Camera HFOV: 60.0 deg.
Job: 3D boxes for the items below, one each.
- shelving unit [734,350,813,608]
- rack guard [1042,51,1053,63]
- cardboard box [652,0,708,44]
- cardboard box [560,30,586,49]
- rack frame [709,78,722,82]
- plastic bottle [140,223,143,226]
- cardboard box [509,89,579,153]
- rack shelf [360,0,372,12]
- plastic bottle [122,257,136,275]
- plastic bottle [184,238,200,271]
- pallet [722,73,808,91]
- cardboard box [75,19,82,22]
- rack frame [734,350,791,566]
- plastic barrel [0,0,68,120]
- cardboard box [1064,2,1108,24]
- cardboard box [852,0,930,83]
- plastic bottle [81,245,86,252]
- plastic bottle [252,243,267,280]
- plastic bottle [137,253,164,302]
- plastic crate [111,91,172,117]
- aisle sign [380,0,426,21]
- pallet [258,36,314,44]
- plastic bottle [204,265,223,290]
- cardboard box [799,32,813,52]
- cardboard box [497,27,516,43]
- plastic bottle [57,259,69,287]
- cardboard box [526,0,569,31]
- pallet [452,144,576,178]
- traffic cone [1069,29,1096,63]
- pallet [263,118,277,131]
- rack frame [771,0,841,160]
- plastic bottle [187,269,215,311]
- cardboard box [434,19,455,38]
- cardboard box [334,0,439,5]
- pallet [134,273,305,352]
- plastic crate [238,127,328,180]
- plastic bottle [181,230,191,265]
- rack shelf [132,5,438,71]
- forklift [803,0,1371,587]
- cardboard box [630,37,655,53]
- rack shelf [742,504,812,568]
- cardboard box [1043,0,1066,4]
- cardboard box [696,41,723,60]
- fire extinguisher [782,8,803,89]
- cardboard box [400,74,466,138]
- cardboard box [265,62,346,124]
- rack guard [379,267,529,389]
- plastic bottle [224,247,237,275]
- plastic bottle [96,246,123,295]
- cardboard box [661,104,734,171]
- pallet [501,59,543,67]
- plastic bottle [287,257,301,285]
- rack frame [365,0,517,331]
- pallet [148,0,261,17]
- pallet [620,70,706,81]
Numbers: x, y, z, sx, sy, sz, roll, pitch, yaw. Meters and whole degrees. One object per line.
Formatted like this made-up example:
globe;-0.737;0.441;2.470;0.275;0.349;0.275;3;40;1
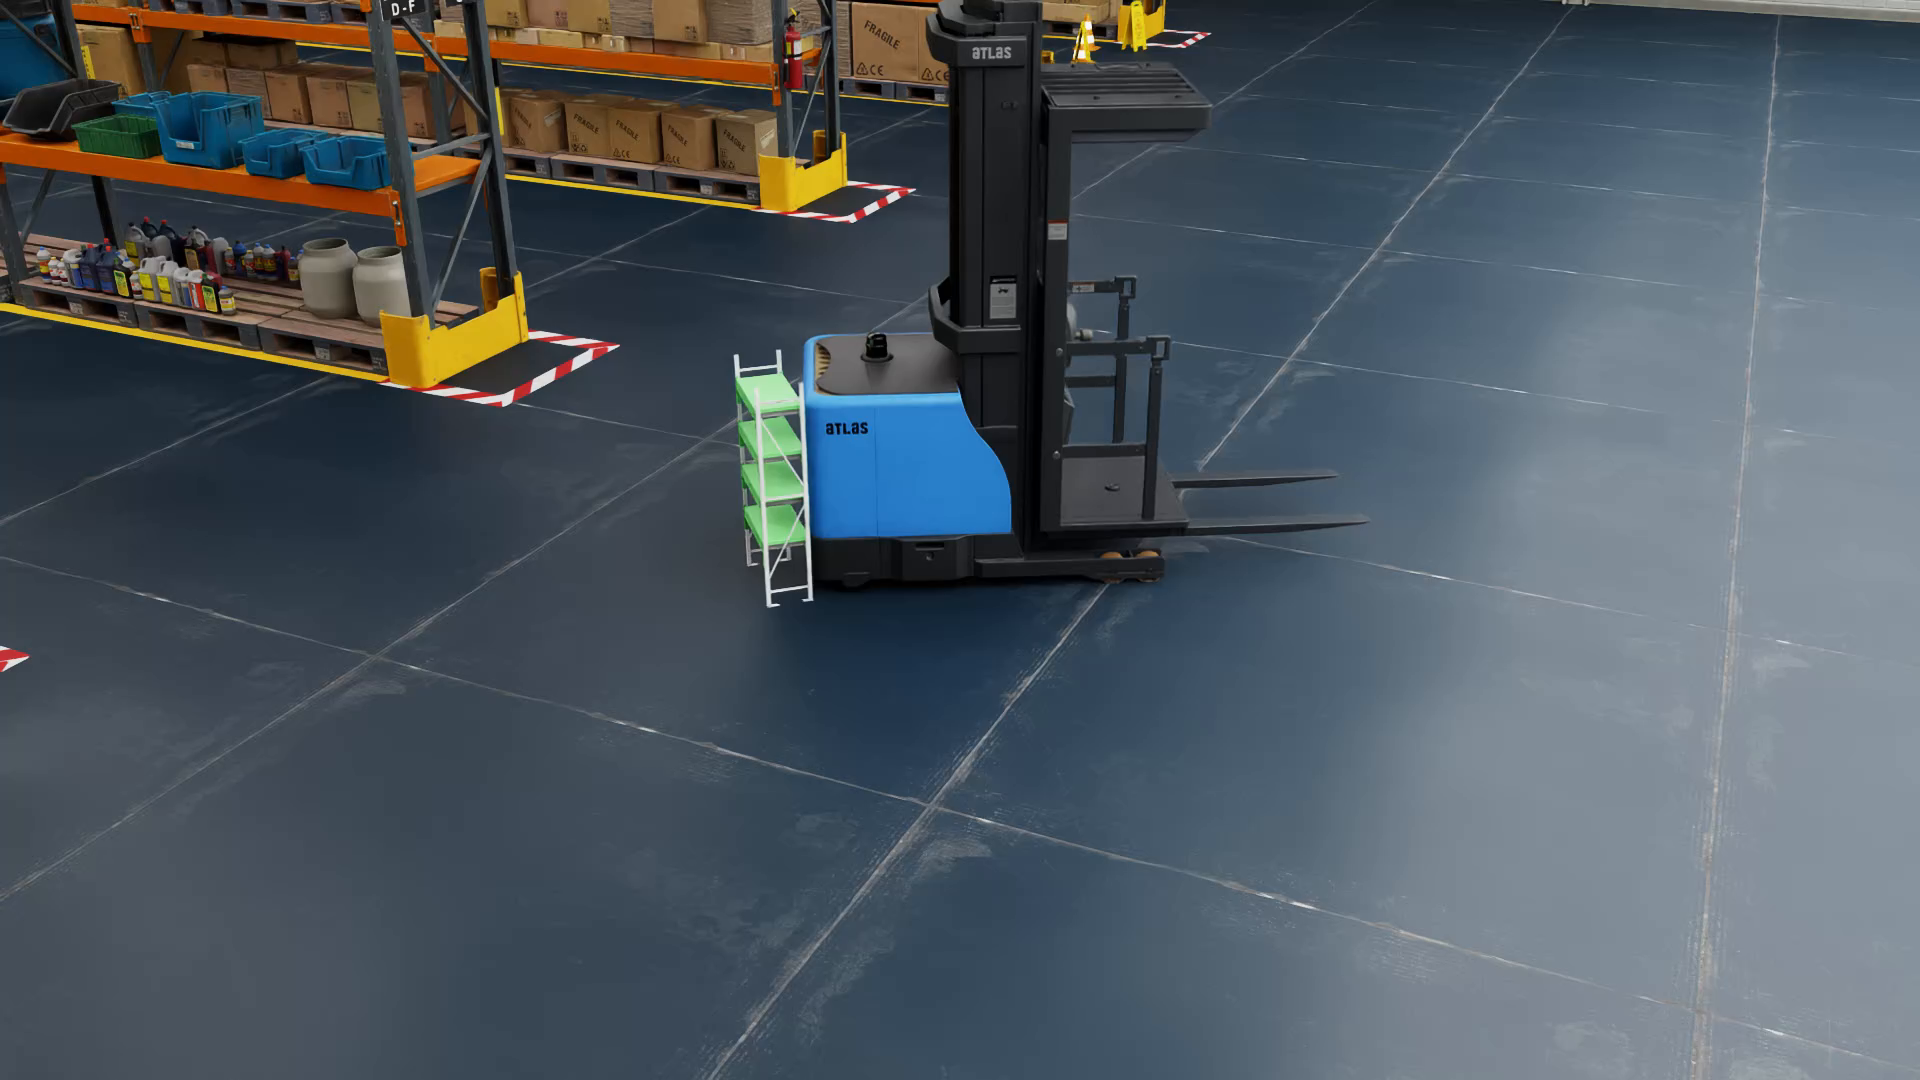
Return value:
shelving unit;-0.955;-0.313;8.528;0.258;1.200;0.503;-8;27;-16
rack guard;0.751;-5.483;19.820;0.348;0.500;1.175;11;28;22
cardboard box;-2.411;-4.966;15.490;0.500;0.500;0.875;11;28;22
cardboard box;-3.616;-4.822;15.933;0.250;0.149;0.380;11;28;22
rack frame;-2.913;-7.340;20.762;0.127;3.000;1.000;11;28;22
plastic bottle;-6.533;-2.396;13.298;0.133;0.283;0.061;13;29;24
cardboard box;-4.186;-4.240;16.821;0.500;0.500;0.500;22;34;38
rack shelf;-5.287;-4.030;11.458;4.000;0.370;1.077;11;28;22
plastic bottle;-6.224;-1.985;12.477;0.097;0.271;0.097;0;26;0
plastic bottle;-5.953;-2.209;12.919;0.133;0.283;0.061;11;28;22
pallet;-2.253;-5.918;21.032;1.213;0.211;1.003;11;28;22
cardboard box;-10.127;-5.631;19.222;0.875;0.875;1.225;11;28;22
rack frame;-1.032;-0.415;8.735;0.240;1.200;0.015;-8;27;-16
plastic barrel;-7.334;-3.790;12.984;0.708;0.901;0.600;11;28;22
cardboard box;1.817;-7.616;23.961;0.500;0.250;0.500;11;28;22
cardboard box;-0.718;-6.101;20.176;0.875;0.875;0.875;11;28;21
plastic bottle;-6.650;-2.112;12.720;0.133;0.283;0.061;11;28;22
plastic bottle;-5.391;-2.152;12.816;0.097;0.271;0.097;0;26;0
plastic bottle;-5.986;-1.955;12.326;0.185;0.351;0.144;11;28;21
plastic crate;-5.988;-3.213;12.548;0.616;0.251;0.499;11;28;22
aisle sign;-3.524;-3.675;10.375;0.004;0.787;0.394;11;28;22
pallet;-9.486;-7.410;24.061;1.213;0.211;1.003;11;28;22
plastic bottle;-5.495;-1.879;12.249;0.133;0.283;0.061;11;28;22
cardboard box;-1.577;-4.668;15.620;0.250;0.149;0.380;11;28;22
cardboard box;-4.294;-4.964;16.220;0.250;0.149;0.380;11;28;22
plastic bottle;-6.814;-2.043;12.673;0.097;0.201;0.097;0;26;0
cardboard box;-3.736;-5.279;16.126;0.500;0.500;0.875;11;28;22
pallet;-4.432;-4.005;17.145;1.213;0.211;1.003;11;28;22
traffic cone;1.610;-6.531;21.991;0.334;0.463;0.336;11;28;22
pallet;-7.988;-4.701;18.559;1.213;0.211;1.003;11;28;22
rack frame;-1.417;-4.633;15.264;0.127;3.000;1.000;11;28;22
plastic bottle;-5.538;-1.833;12.163;0.135;0.276;0.152;12;28;22
cardboard box;-4.987;-5.091;16.479;0.250;0.149;0.380;11;28;22
cardboard box;-5.723;-6.023;16.933;1.000;1.000;1.000;12;28;22
pallet;-5.399;-1.760;12.585;1.213;0.211;1.003;11;28;22
plastic crate;-4.635;-2.667;11.439;0.408;0.251;0.499;11;28;22
plastic bottle;-6.062;-2.301;13.106;0.133;0.283;0.061;13;29;25
rack shelf;-6.878;-5.407;17.651;4.000;0.370;1.077;11;28;22
forklift;0.679;-1.314;8.601;3.031;2.935;1.130;-2;26;-4
cardboard box;-2.906;-4.711;15.707;0.250;0.149;0.380;11;28;22
rack shelf;-0.955;-0.041;8.662;0.258;0.148;0.480;-8;27;-16
cardboard box;1.372;-8.044;23.982;0.500;0.500;0.500;12;29;24
cardboard box;-2.238;-4.560;15.401;0.250;0.149;0.380;11;28;22
fire extinguisher;-1.503;-4.392;14.862;0.183;0.674;0.296;11;28;22
cardboard box;-5.608;-4.561;17.450;0.500;0.500;0.700;9;28;18
cardboard box;-7.052;-4.860;18.057;0.500;0.500;0.700;14;29;26
rack guard;-3.555;-1.515;11.761;0.348;0.500;1.175;11;28;22
plastic bottle;-5.669;-2.177;12.945;0.097;0.201;0.097;0;26;0
plastic bottle;-6.373;-2.033;12.483;0.185;0.351;0.144;10;28;20
cardboard box;-2.536;-3.916;16.163;0.500;0.500;0.500;20;33;35
pallet;-5.867;-6.646;22.510;1.213;0.211;1.003;11;28;22
plastic bottle;-5.082;-2.059;12.706;0.097;0.201;0.097;0;26;0
rack frame;-3.467;-2.641;11.219;0.127;3.000;1.000;11;28;22
pallet;-8.006;-5.922;18.099;1.003;0.211;1.213;11;28;22
pallet;-3.646;-6.200;21.603;1.213;0.211;1.003;11;28;22
